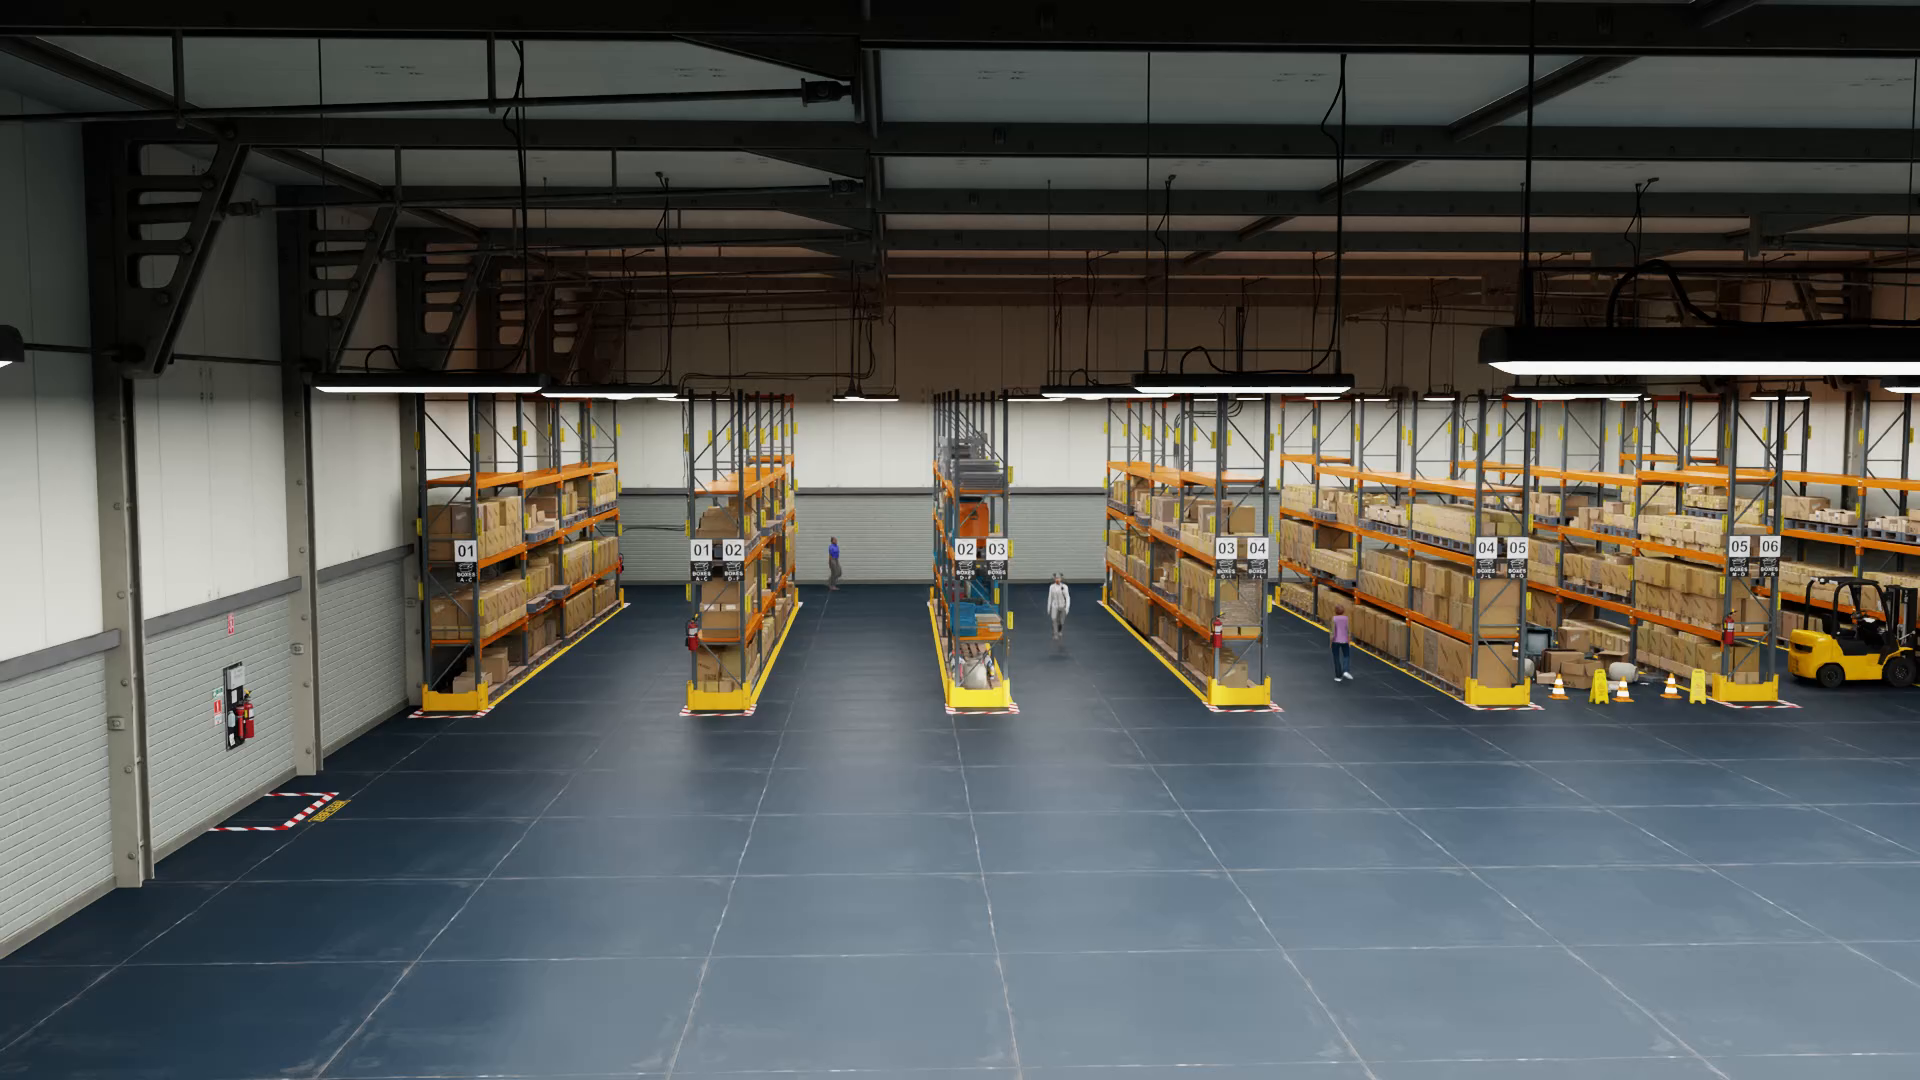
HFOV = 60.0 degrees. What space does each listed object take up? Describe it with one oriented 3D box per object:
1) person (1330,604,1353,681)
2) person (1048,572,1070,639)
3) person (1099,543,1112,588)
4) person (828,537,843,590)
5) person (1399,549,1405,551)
[{"bbox_3d":[7.865,2.132,34.335,0.462,1.596,0.480,0,5,-2],"label":"person"},{"bbox_3d":[2.308,1.519,38.752,0.513,1.549,1.036,0,5,0],"label":"person"},{"bbox_3d":[4.715,0.629,51.689,1.012,1.752,0.508,-3,5,-29],"label":"person"},{"bbox_3d":[-3.889,0.710,51.176,0.470,1.644,0.440,2,5,20],"label":"person"},{"bbox_3d":[12.441,1.059,46.847,0.494,1.611,0.919,1,5,14],"label":"person"}]
